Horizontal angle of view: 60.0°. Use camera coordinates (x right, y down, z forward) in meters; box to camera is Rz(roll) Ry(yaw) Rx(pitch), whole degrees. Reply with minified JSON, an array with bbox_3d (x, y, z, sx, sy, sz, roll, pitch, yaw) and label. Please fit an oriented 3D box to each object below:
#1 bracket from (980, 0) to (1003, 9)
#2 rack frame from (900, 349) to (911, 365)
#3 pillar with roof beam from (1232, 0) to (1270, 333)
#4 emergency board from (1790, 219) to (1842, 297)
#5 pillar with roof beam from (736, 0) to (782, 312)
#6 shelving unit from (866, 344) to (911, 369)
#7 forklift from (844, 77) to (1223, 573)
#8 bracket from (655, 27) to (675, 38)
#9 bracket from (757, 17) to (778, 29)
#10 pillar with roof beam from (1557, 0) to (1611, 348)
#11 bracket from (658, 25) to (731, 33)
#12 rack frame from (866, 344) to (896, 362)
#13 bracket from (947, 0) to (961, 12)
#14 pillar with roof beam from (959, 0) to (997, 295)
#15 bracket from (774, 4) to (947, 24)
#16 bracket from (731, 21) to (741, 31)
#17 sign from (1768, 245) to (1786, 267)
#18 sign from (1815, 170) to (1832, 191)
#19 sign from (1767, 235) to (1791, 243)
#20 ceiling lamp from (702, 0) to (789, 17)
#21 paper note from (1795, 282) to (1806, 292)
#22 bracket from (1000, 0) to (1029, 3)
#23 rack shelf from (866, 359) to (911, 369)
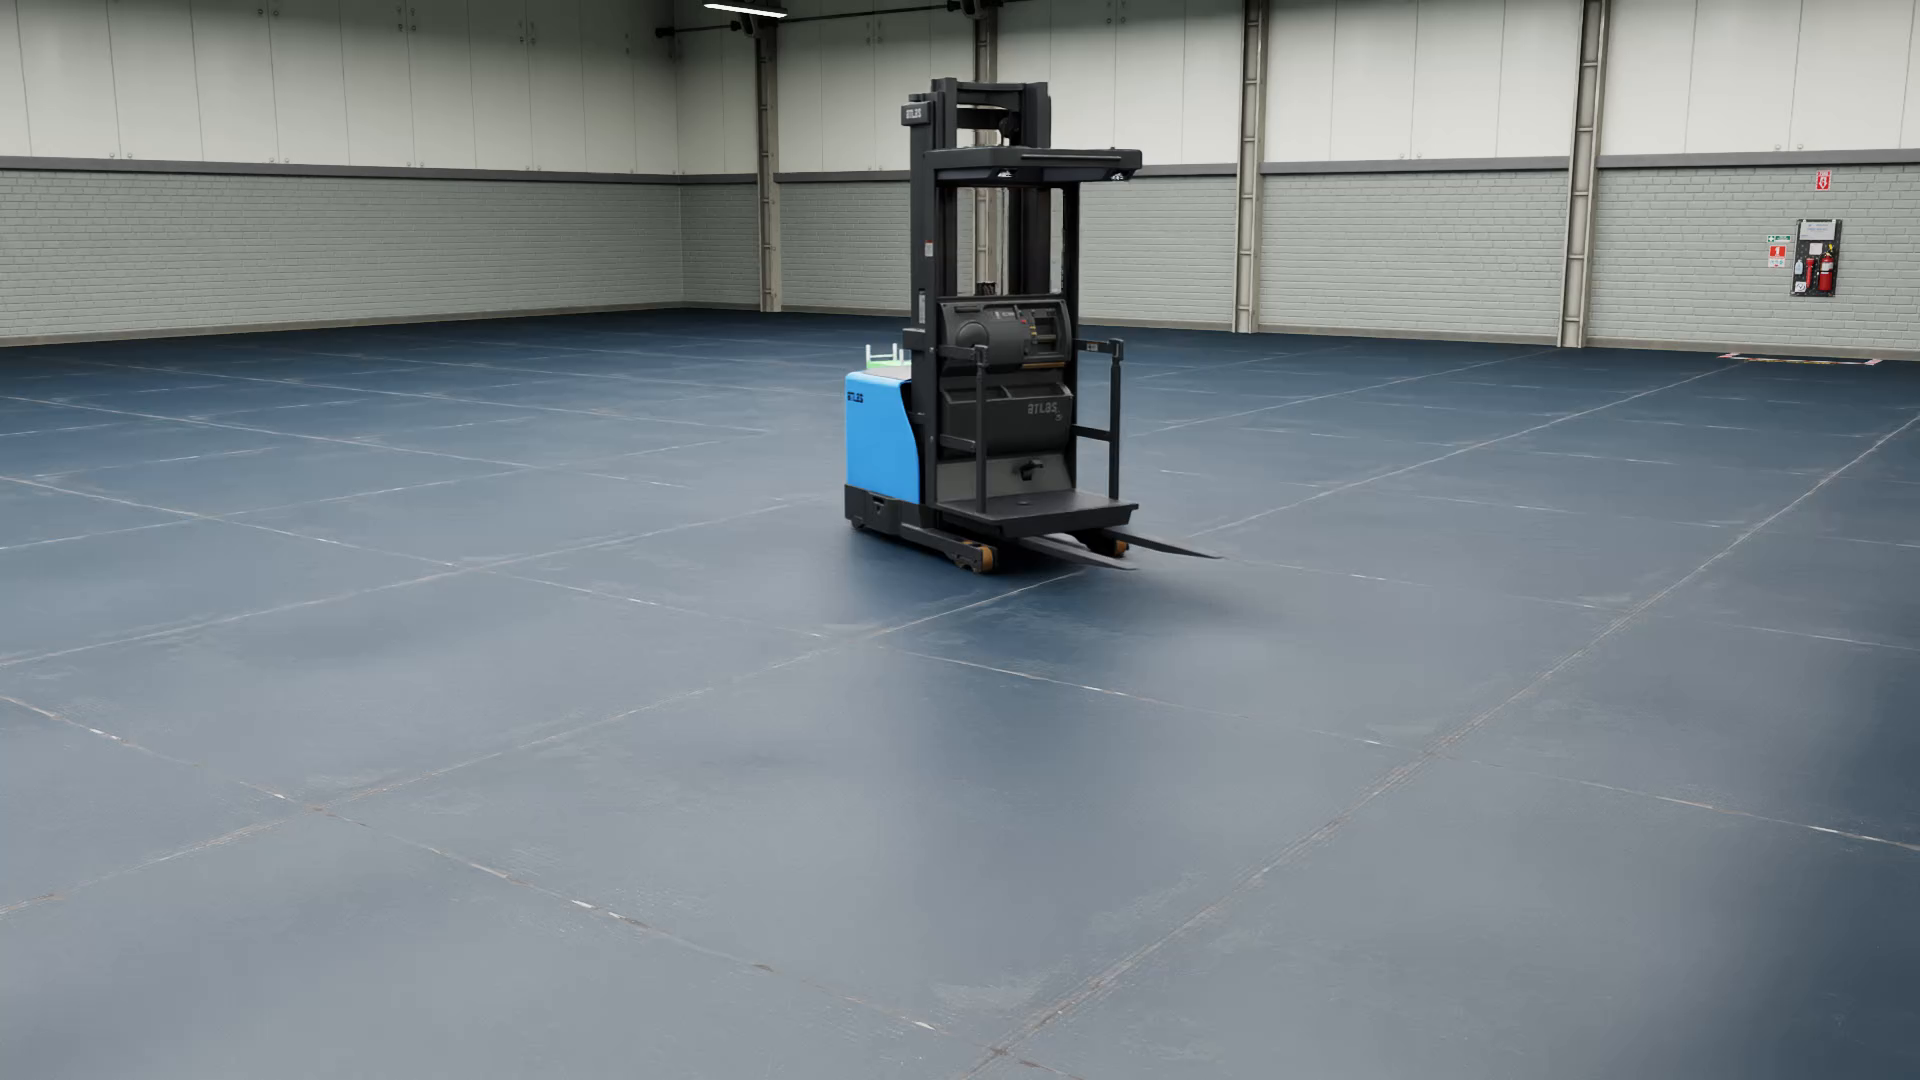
[{"bbox_3d":[0.632,-10.652,32.924,0.430,0.232,0.235,8,13,36],"label":"bracket"},{"bbox_3d":[-0.312,-0.747,11.734,0.240,1.200,0.015,-7,13,-31],"label":"rack frame"},{"bbox_3d":[2.795,-7.653,26.894,0.400,9.000,9.100,8,13,36],"label":"pillar with roof beam"},{"bbox_3d":[13.046,-4.301,25.363,0.643,1.169,0.194,8,13,36],"label":"emergency board"},{"bbox_3d":[-6.877,-9.002,33.868,0.548,9.000,9.100,8,13,36],"label":"pillar with roof beam"},{"bbox_3d":[-0.440,-0.787,11.938,0.258,1.200,0.503,-7,13,-31],"label":"shelving unit"},{"bbox_3d":[0.408,-1.339,10.233,1.130,2.935,3.031,-7,13,-31],"label":"forklift"},{"bbox_3d":[-6.784,-11.687,38.270,0.430,0.232,0.235,8,13,36],"label":"bracket"},{"bbox_3d":[-4.205,-11.327,36.411,0.430,0.232,0.235,8,13,36],"label":"bracket"},{"bbox_3d":[7.631,-6.978,23.407,0.400,9.000,9.100,8,13,36],"label":"pillar with roof beam"},{"bbox_3d":[-6.308,-11.620,37.927,3.189,0.066,0.076,8,13,36],"label":"bracket"},{"bbox_3d":[-0.568,-0.826,12.142,0.240,1.200,0.015,-7,13,-31],"label":"rack frame"},{"bbox_3d":[-0.038,-10.746,33.406,0.430,0.232,0.235,8,13,36],"label":"bracket"},{"bbox_3d":[-2.041,-8.327,30.381,0.548,9.000,9.100,8,13,36],"label":"pillar with roof beam"},{"bbox_3d":[-2.128,-11.037,34.913,4.783,0.066,0.076,8,13,36],"label":"bracket"},{"bbox_3d":[-4.874,-11.420,36.893,0.430,0.232,0.235,8,13,36],"label":"bracket"},{"bbox_3d":[12.661,-4.396,25.763,0.234,0.329,0.001,8,13,36],"label":"sign"},{"bbox_3d":[13.098,-5.455,25.227,0.199,0.298,0.001,8,13,36],"label":"sign"},{"bbox_3d":[12.660,-4.655,25.703,0.331,0.109,0.001,8,13,36],"label":"sign"},{"bbox_3d":[-4.151,-11.333,30.549,0.800,3.185,2.000,8,13,36],"label":"ceiling lamp"},{"bbox_3d":[12.944,-3.899,25.605,0.142,0.148,0.016,8,13,36],"label":"paper note"},{"bbox_3d":[2.708,-10.363,31.426,4.783,0.066,0.076,8,13,36],"label":"bracket"},{"bbox_3d":[-0.440,-1.195,11.859,0.258,0.148,0.480,-7,13,-31],"label":"rack shelf"}]
